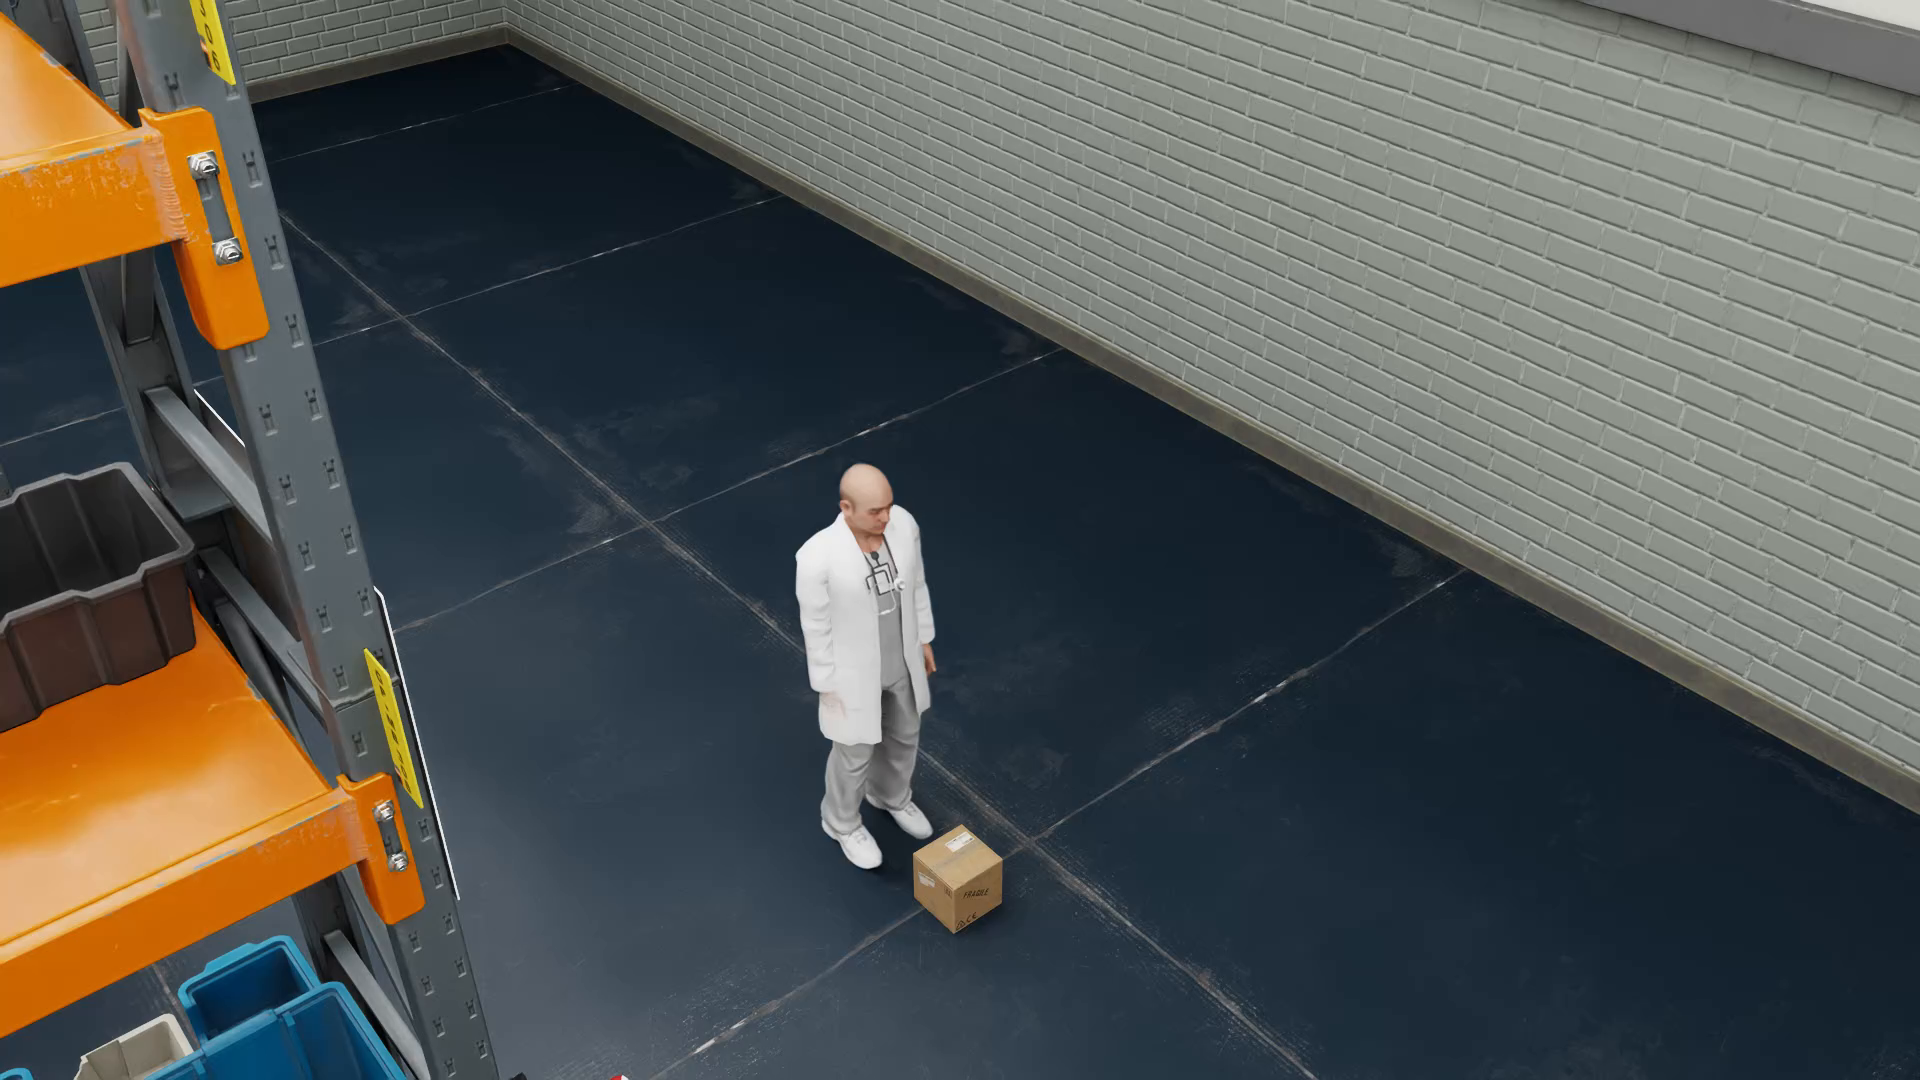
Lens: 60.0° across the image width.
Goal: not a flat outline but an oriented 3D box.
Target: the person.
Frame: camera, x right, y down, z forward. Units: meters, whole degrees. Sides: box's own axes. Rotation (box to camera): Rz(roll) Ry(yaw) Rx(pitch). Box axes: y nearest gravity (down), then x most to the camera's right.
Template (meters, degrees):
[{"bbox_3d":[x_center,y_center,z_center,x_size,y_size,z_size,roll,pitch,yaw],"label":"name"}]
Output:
[{"bbox_3d":[-0.328,0.482,6.429,0.562,1.784,0.388,-25,42,-31],"label":"person"}]
